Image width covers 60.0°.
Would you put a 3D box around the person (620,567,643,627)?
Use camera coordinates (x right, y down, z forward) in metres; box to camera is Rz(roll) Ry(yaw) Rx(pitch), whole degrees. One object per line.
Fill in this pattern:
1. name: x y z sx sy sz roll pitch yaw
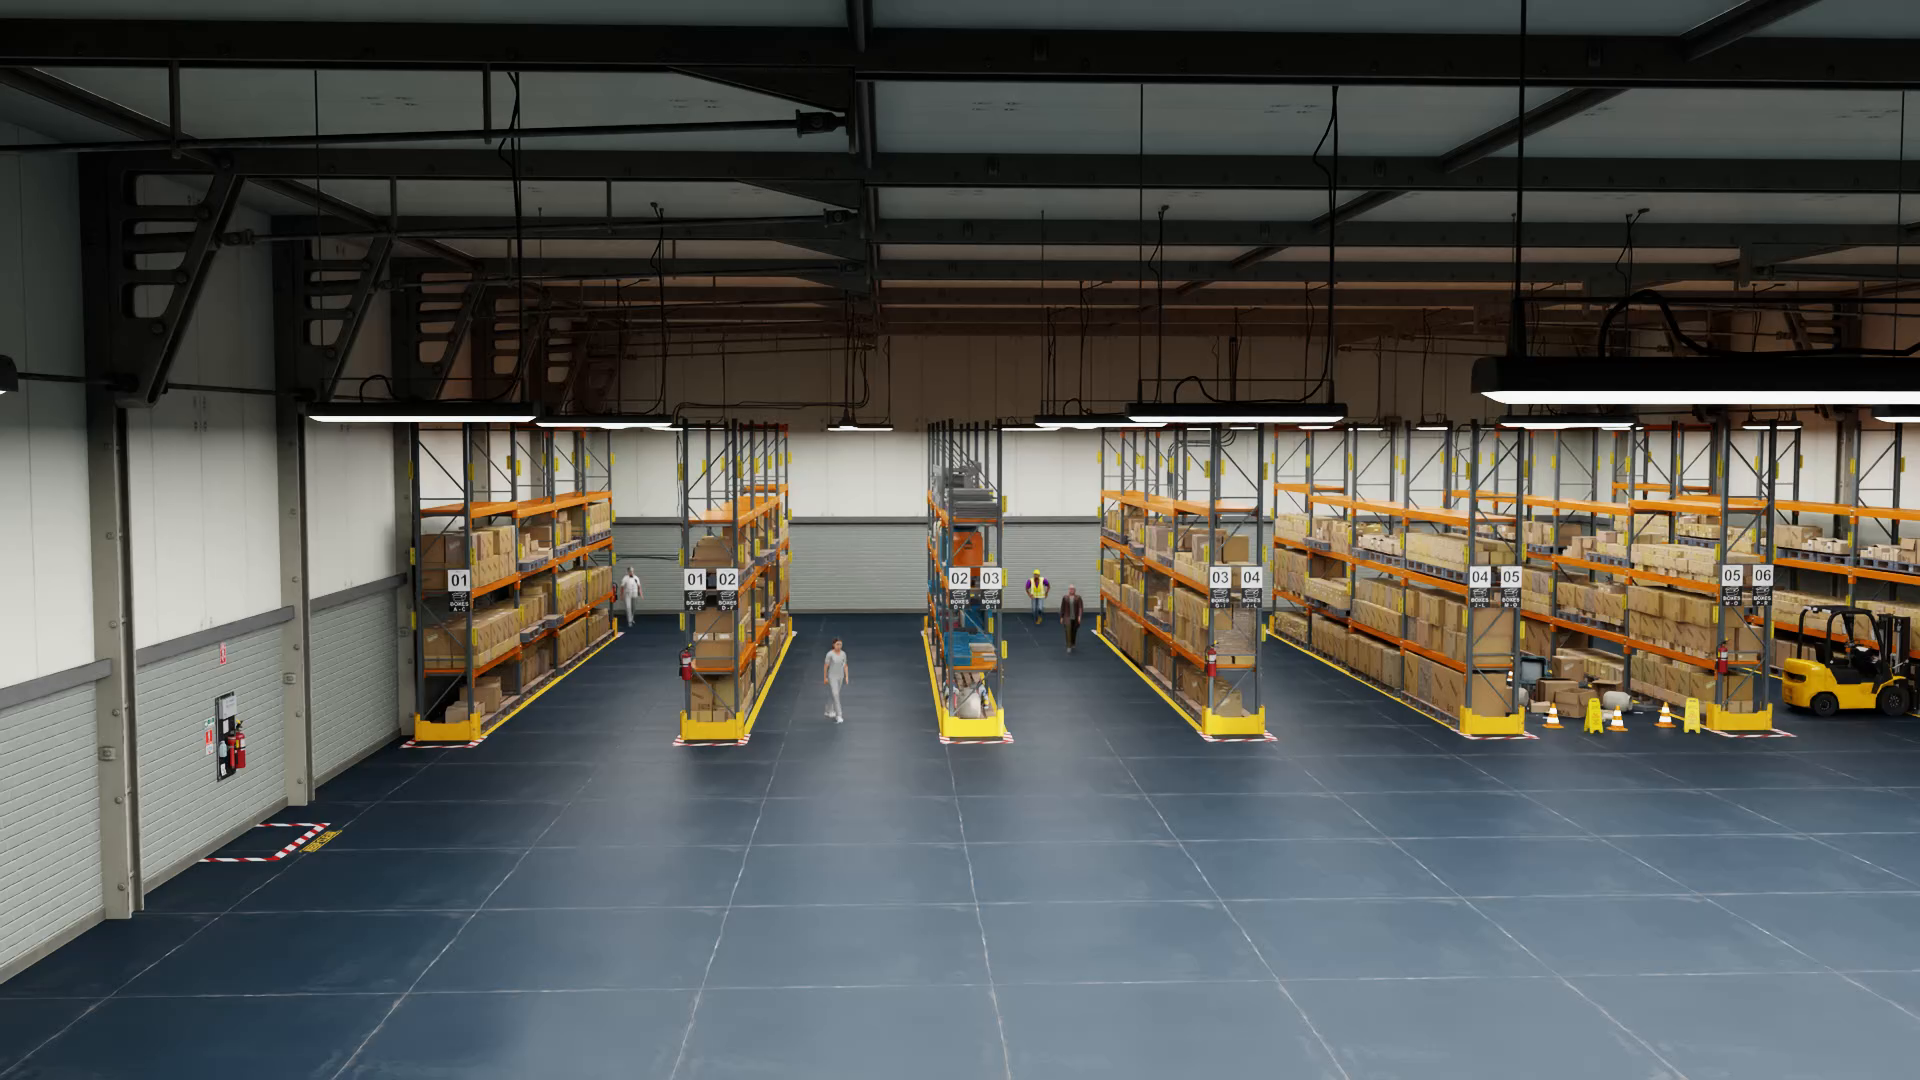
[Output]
1. person: -9.783 1.667 49.588 0.619 1.740 0.997 -2 4 -26

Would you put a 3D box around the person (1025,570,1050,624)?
1. person: 2.327 1.708 49.724 0.738 1.668 0.689 0 4 6

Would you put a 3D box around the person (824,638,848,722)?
1. person: -2.456 2.758 33.164 0.486 1.624 0.928 -3 5 -41

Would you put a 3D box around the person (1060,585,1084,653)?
1. person: 2.951 2.046 43.545 0.573 1.715 1.115 0 4 -7

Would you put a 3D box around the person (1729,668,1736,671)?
1. person: 16.622 2.624 35.992 0.459 1.595 0.460 1 4 8
